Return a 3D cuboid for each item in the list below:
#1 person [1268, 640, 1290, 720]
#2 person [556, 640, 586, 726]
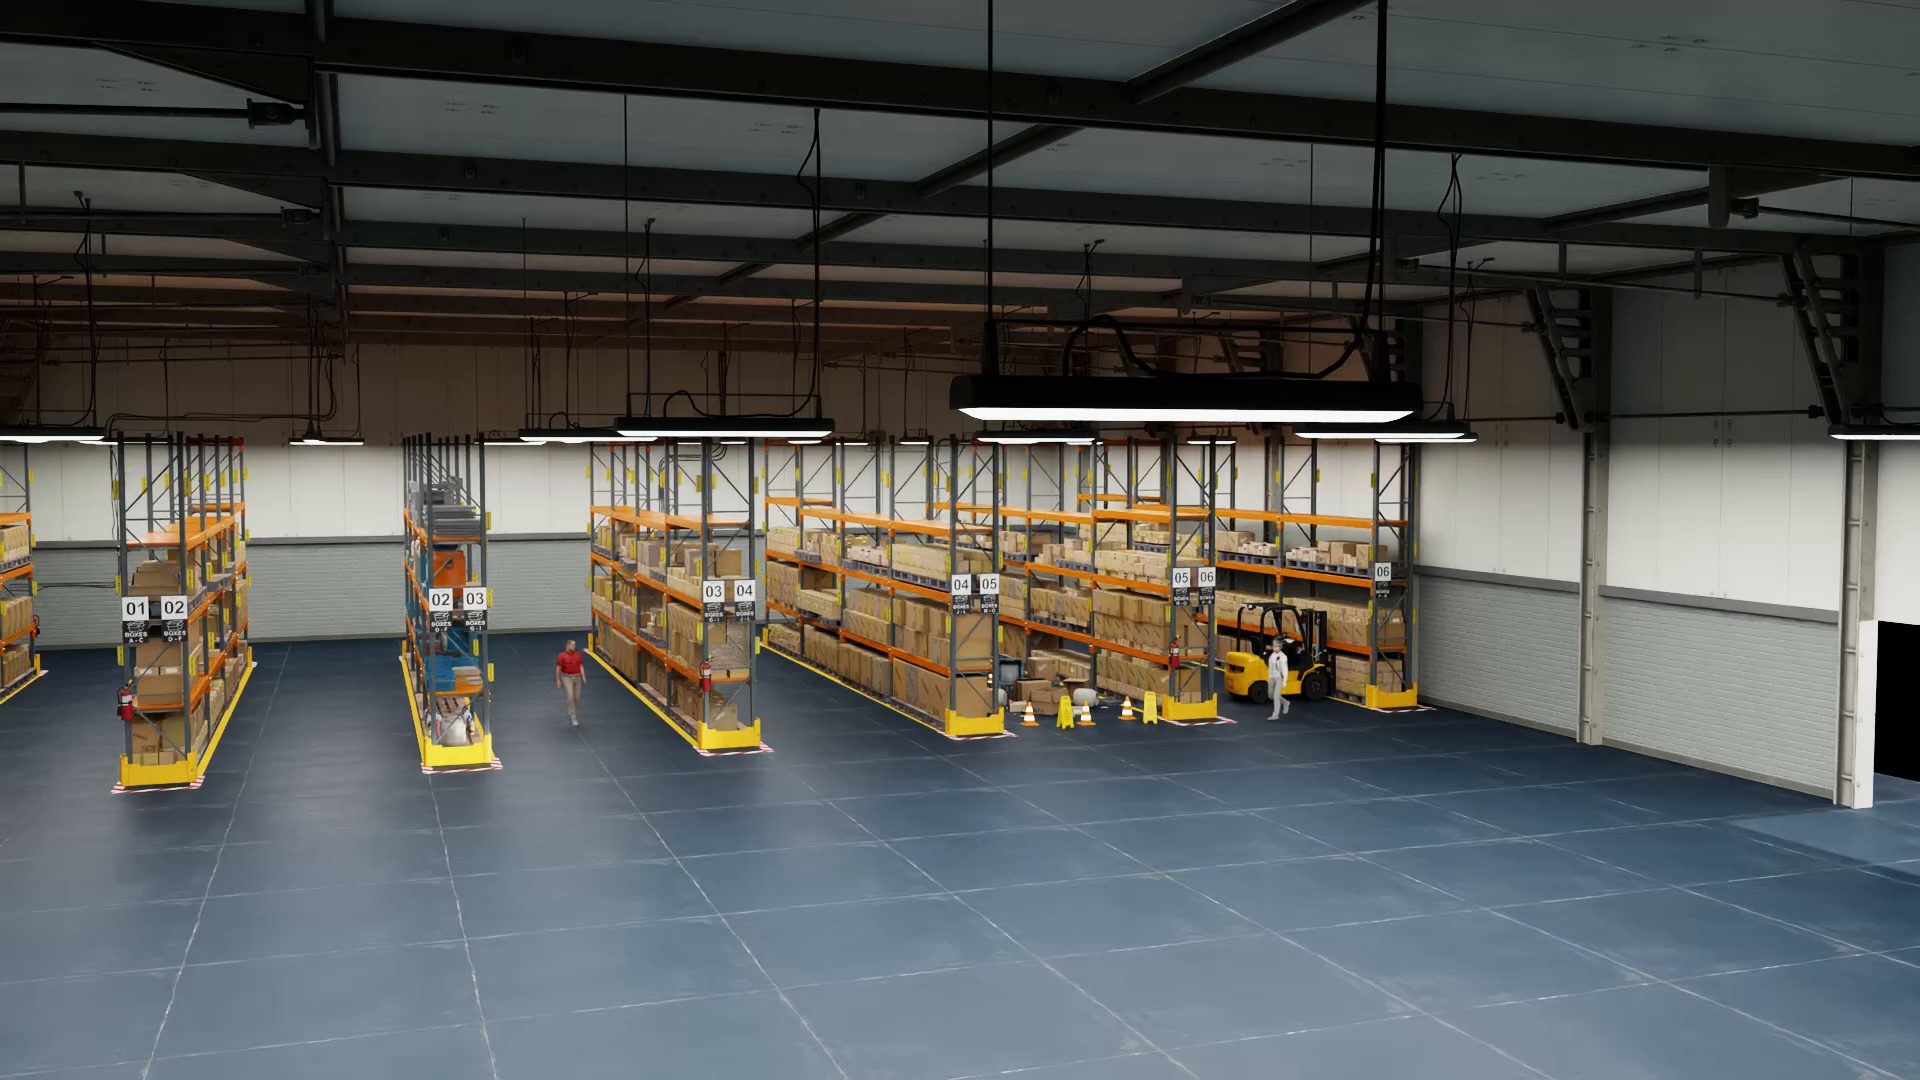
[{"bbox_3d":[6.725,2.934,35.110,0.729,1.663,0.512,-2,4,-32],"label":"person"},{"bbox_3d":[-8.027,2.964,34.635,0.566,1.732,0.780,-3,4,-45],"label":"person"}]
